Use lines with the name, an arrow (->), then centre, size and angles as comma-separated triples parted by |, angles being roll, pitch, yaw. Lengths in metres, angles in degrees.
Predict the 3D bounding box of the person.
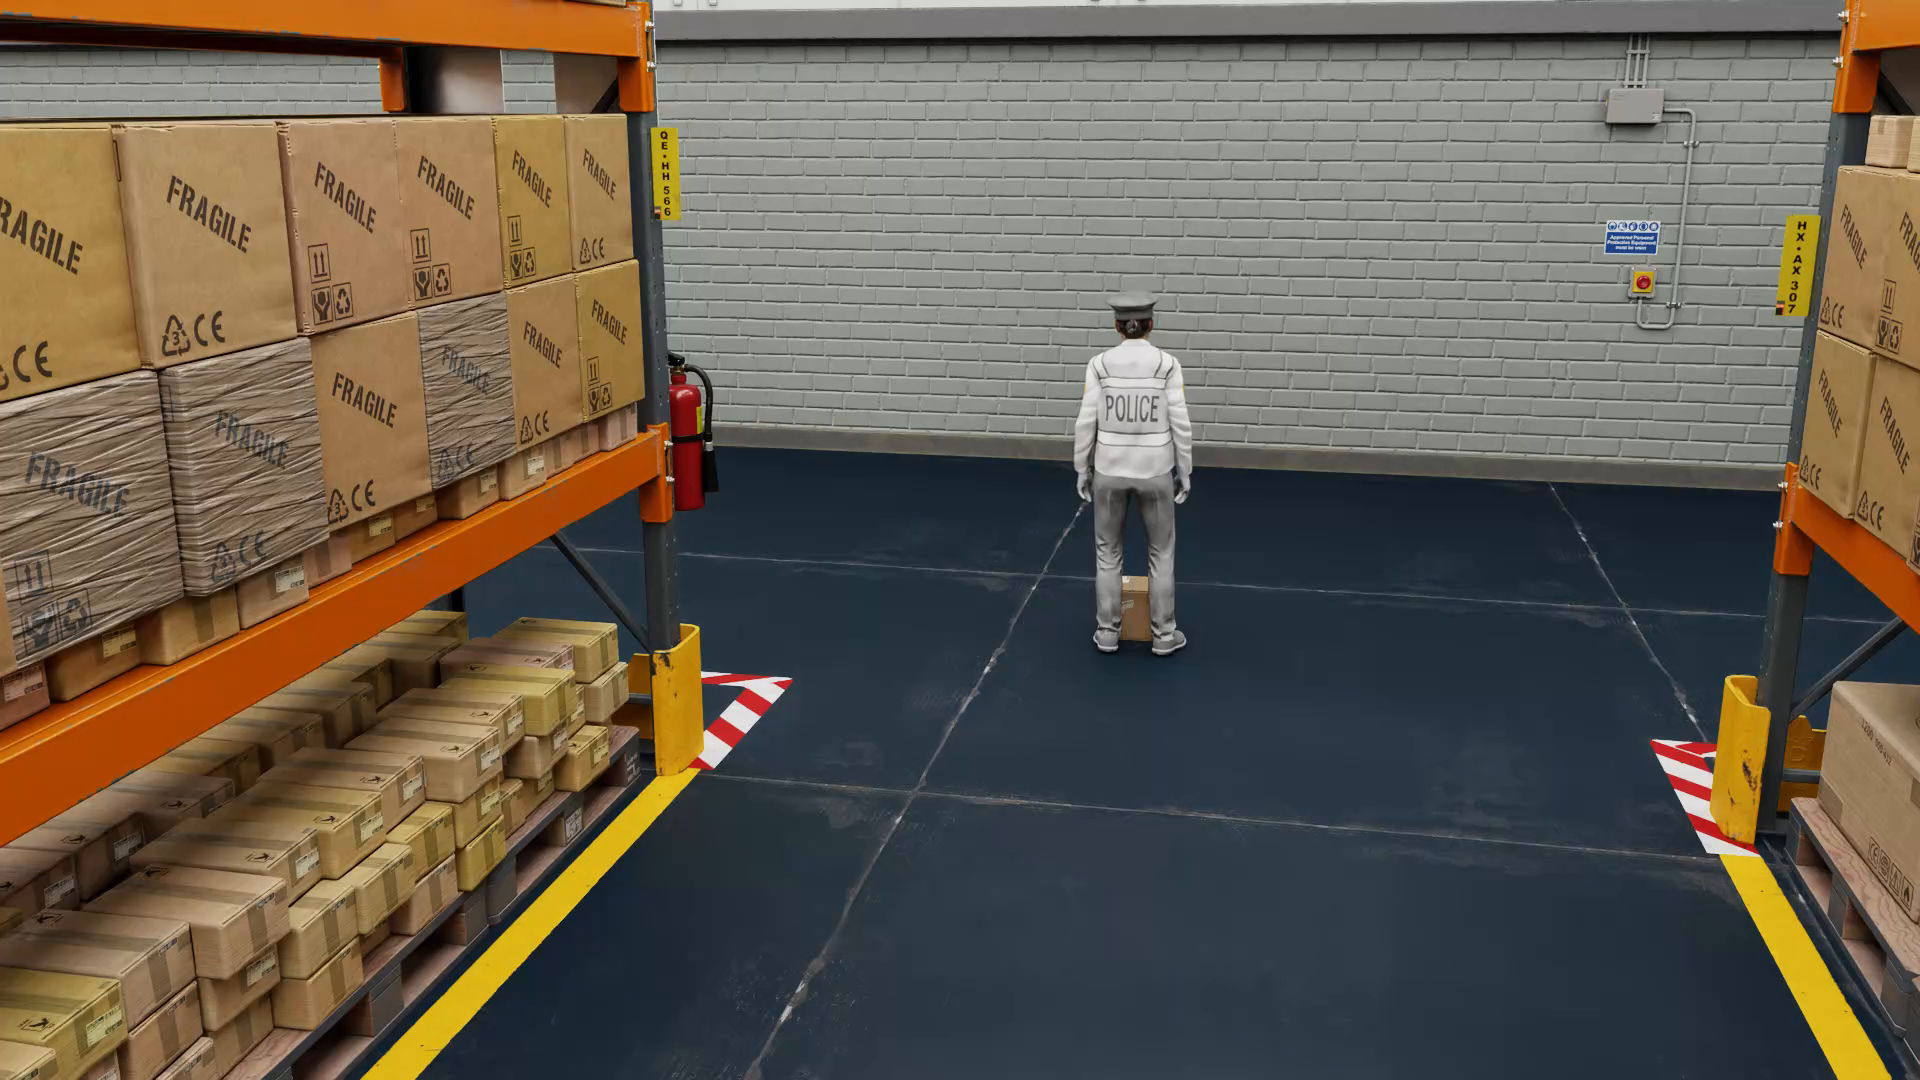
person -> 0.792, -0.295, 7.625 | 0.539, 1.663, 0.376 | 3, 15, 10
